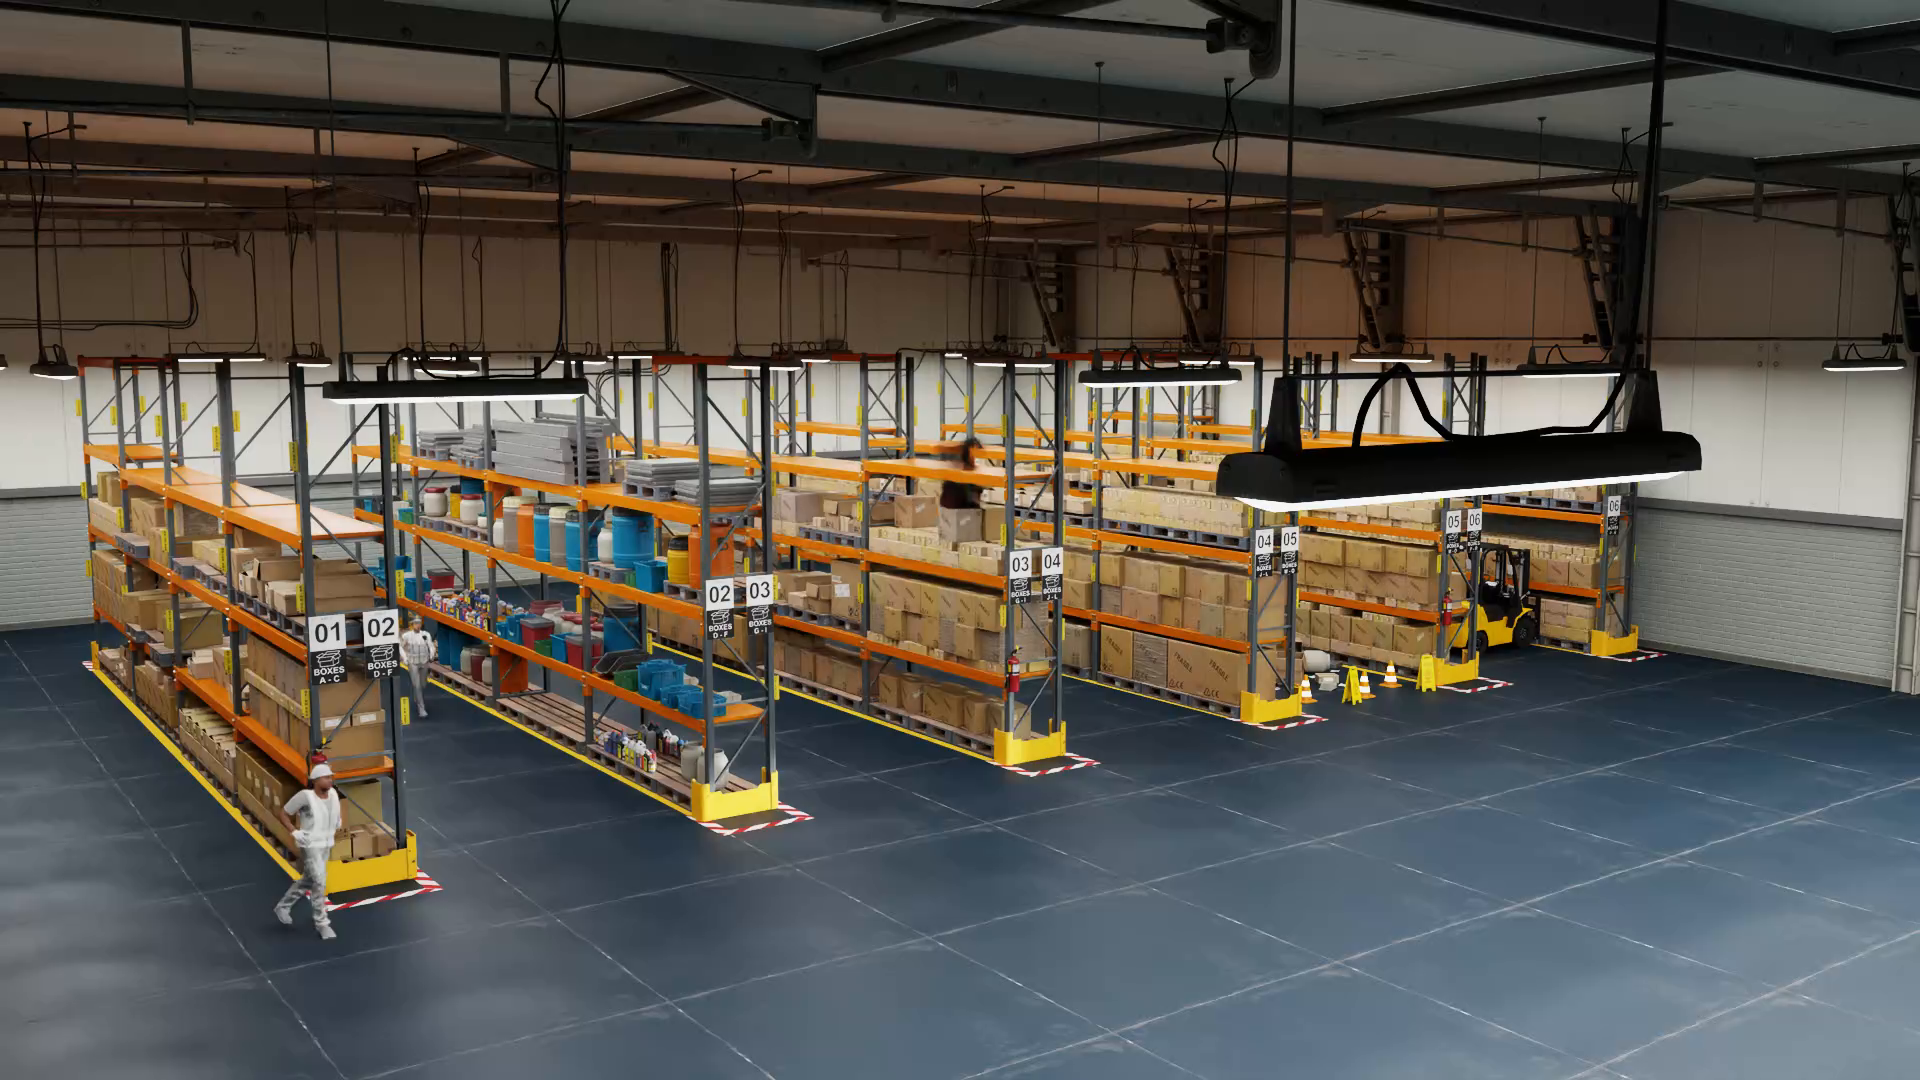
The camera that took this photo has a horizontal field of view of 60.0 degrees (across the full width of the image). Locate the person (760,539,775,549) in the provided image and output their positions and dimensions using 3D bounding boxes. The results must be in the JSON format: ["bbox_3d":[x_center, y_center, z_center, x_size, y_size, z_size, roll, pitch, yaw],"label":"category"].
[{"bbox_3d":[-4.741,0.448,41.401,0.676,1.750,0.723,6,9,42],"label":"person"}]

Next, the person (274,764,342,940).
[{"bbox_3d":[-6.942,3.301,17.924,0.900,1.785,0.729,2,7,18],"label":"person"}]

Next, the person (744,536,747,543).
[{"bbox_3d":[-5.049,0.767,39.083,0.679,1.747,0.906,-4,8,-29],"label":"person"}]

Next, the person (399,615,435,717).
[{"bbox_3d":[-9.188,2.101,28.147,0.618,1.698,0.836,-4,8,-32],"label":"person"}]
